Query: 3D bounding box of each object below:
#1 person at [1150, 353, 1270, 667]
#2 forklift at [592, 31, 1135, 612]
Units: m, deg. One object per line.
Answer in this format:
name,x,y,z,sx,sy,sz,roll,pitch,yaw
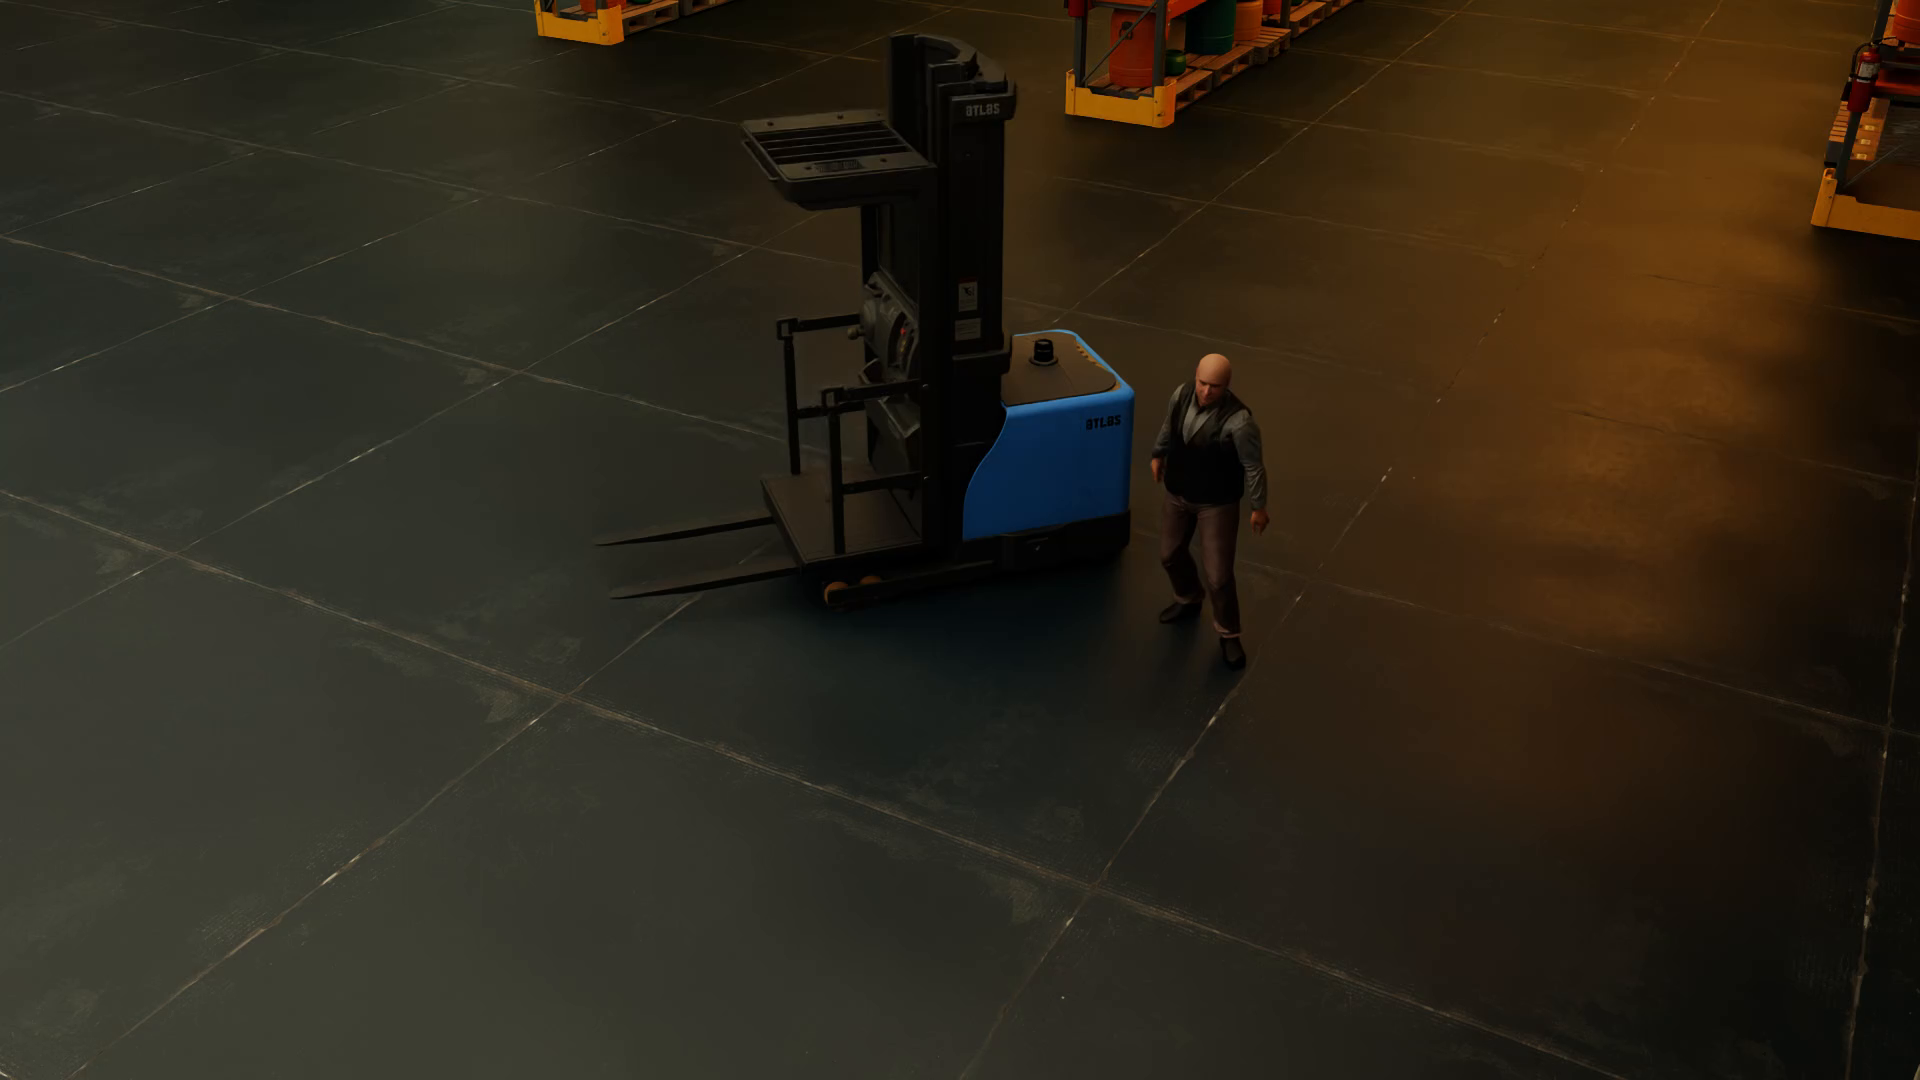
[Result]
person,1.298,-0.234,8.751,0.407,1.693,0.850,-24,38,-35
forklift,-0.576,-1.167,9.092,3.031,2.935,1.130,-10,31,-16
